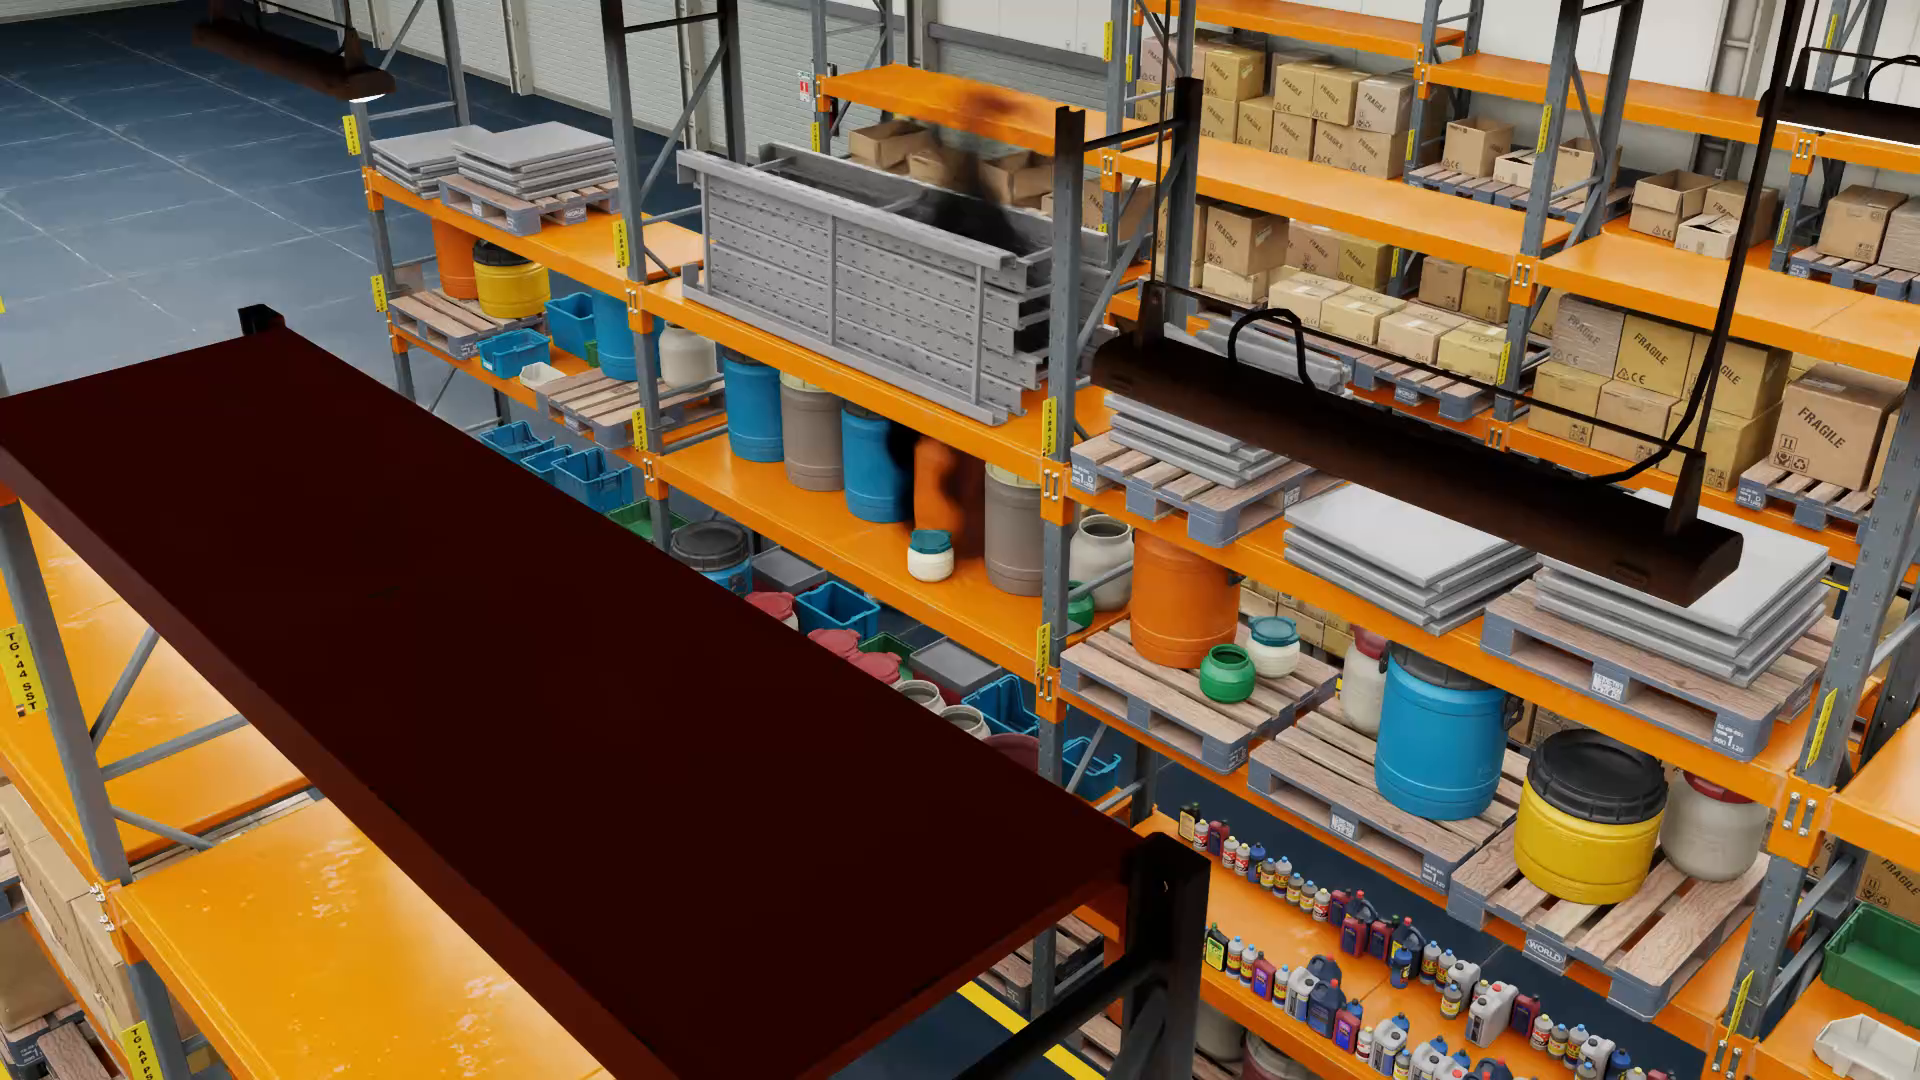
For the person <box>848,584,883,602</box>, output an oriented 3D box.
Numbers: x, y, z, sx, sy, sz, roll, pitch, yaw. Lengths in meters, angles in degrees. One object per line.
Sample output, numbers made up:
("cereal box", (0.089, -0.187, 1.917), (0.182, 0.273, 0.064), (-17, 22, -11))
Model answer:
("person", (-0.962, -0.161, 15.440), (0.721, 1.711, 0.581), (11, 30, 19))
